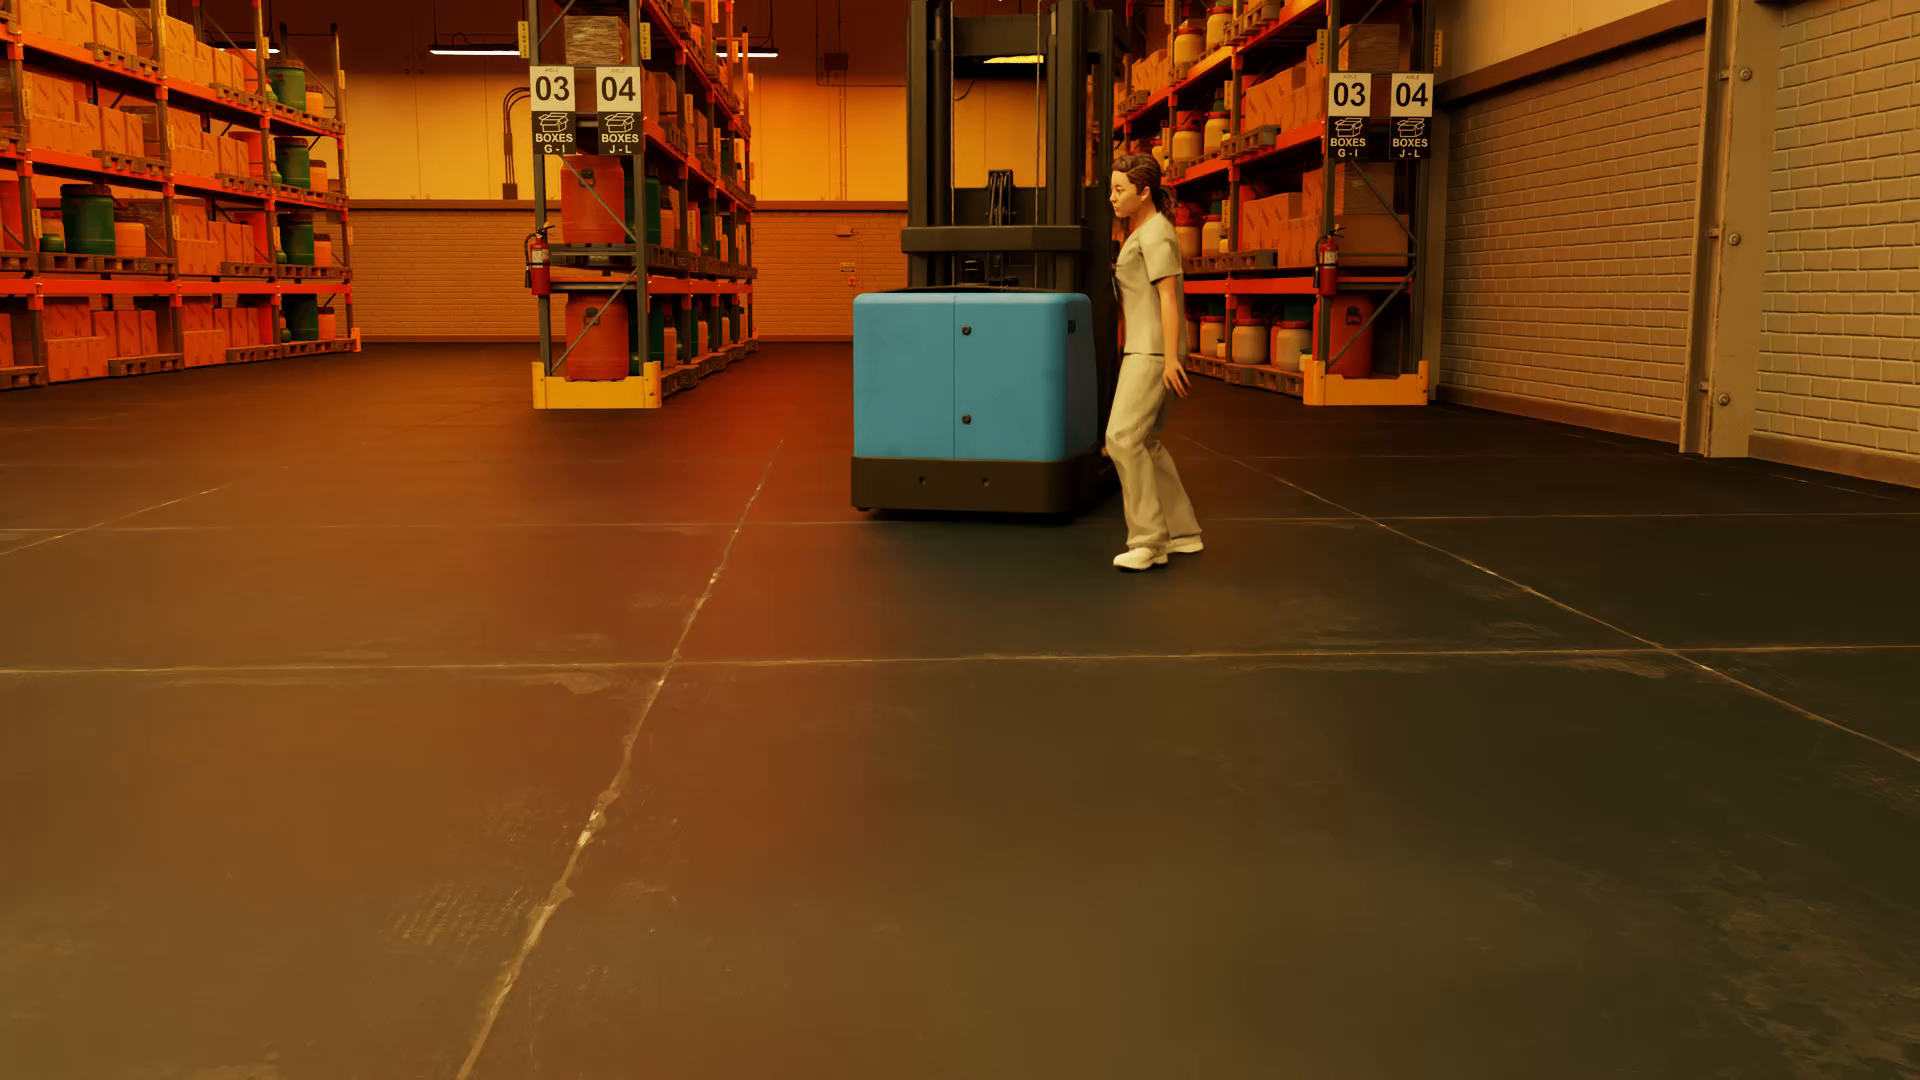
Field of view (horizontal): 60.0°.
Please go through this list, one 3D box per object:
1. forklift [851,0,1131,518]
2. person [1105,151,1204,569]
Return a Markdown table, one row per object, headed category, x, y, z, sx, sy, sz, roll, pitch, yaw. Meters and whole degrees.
| category | x | y | z | sx | sy | sz | roll | pitch | yaw |
| --- | --- | --- | --- | --- | --- | --- | --- | --- | --- |
| forklift | 0.316 | -1.731 | 8.989 | 1.130 | 2.935 | 3.031 | 2 | 9 | 13 |
| person | 0.799 | -0.723 | 6.706 | 0.401 | 1.645 | 0.794 | 1 | 9 | 7 |
